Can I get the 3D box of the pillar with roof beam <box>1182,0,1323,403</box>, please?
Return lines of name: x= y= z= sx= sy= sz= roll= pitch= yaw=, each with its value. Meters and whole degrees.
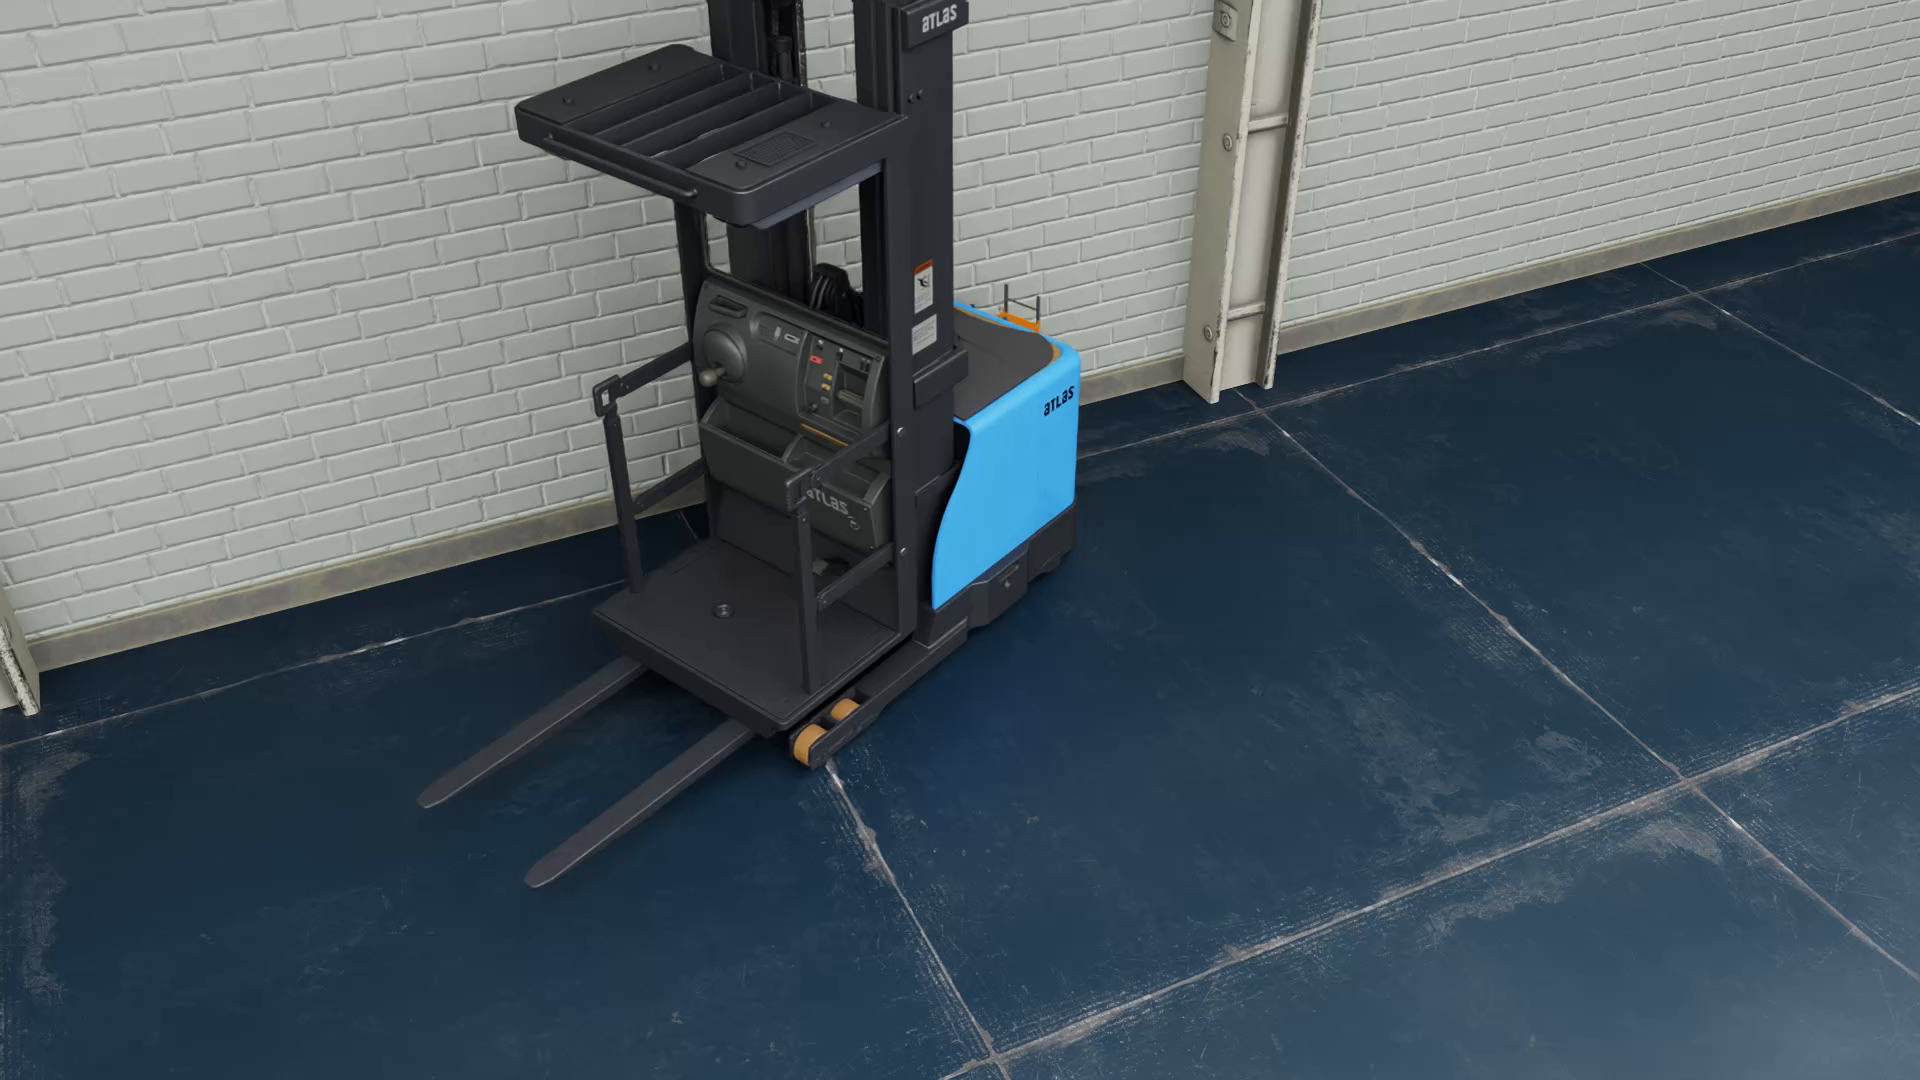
pillar with roof beam: x=3.253 y=-2.140 z=3.081 sx=0.400 sy=9.000 sz=9.100 roll=-16 pitch=39 yaw=-20

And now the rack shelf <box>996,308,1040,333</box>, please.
rack shelf: x=0.205 y=-0.869 z=7.582 sx=0.215 sy=0.259 sz=0.240 roll=26 pitch=44 yaw=30

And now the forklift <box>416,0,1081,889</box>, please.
forklift: x=-0.785 y=-0.620 z=6.126 sx=1.130 sy=2.935 sz=3.031 roll=26 pitch=44 yaw=30

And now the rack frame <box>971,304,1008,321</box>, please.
rack frame: x=0.129 y=-0.593 z=7.669 sx=0.200 sy=1.050 sz=0.008 roll=26 pitch=44 yaw=30

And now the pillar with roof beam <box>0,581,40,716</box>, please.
pillar with roof beam: x=-2.179 y=-0.621 z=1.033 sx=0.400 sy=9.000 sz=9.100 roll=-16 pitch=39 yaw=-20

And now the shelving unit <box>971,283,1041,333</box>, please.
shelving unit: x=0.205 y=-0.650 z=7.745 sx=0.215 sy=1.050 sz=0.252 roll=26 pitch=44 yaw=30

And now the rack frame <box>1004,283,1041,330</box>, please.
rack frame: x=0.282 y=-0.706 z=7.821 sx=0.200 sy=1.050 sz=0.008 roll=26 pitch=44 yaw=30
